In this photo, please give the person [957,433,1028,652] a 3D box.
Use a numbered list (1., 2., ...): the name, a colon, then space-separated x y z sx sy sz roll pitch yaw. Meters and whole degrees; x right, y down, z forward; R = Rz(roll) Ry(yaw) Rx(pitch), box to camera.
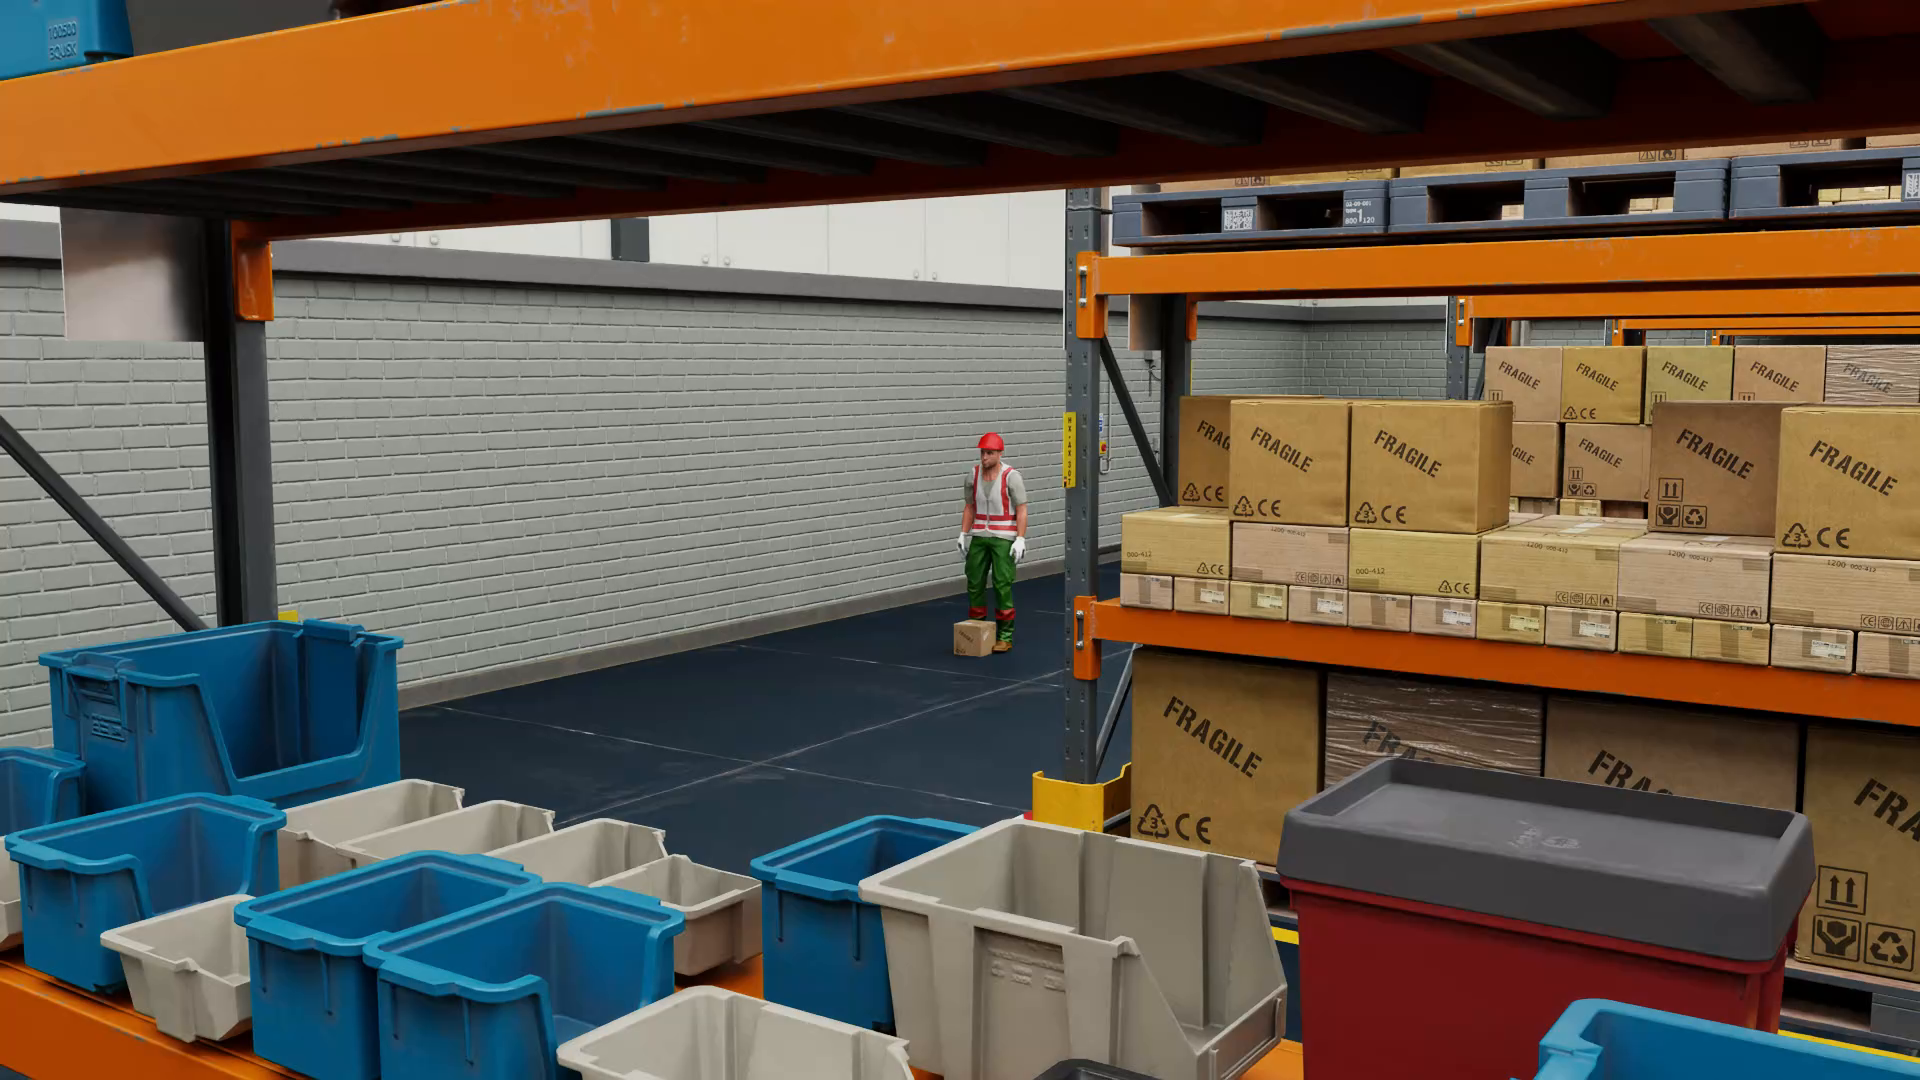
1. person: 0.260 0.014 13.519 0.620 1.780 0.447 4 7 30
